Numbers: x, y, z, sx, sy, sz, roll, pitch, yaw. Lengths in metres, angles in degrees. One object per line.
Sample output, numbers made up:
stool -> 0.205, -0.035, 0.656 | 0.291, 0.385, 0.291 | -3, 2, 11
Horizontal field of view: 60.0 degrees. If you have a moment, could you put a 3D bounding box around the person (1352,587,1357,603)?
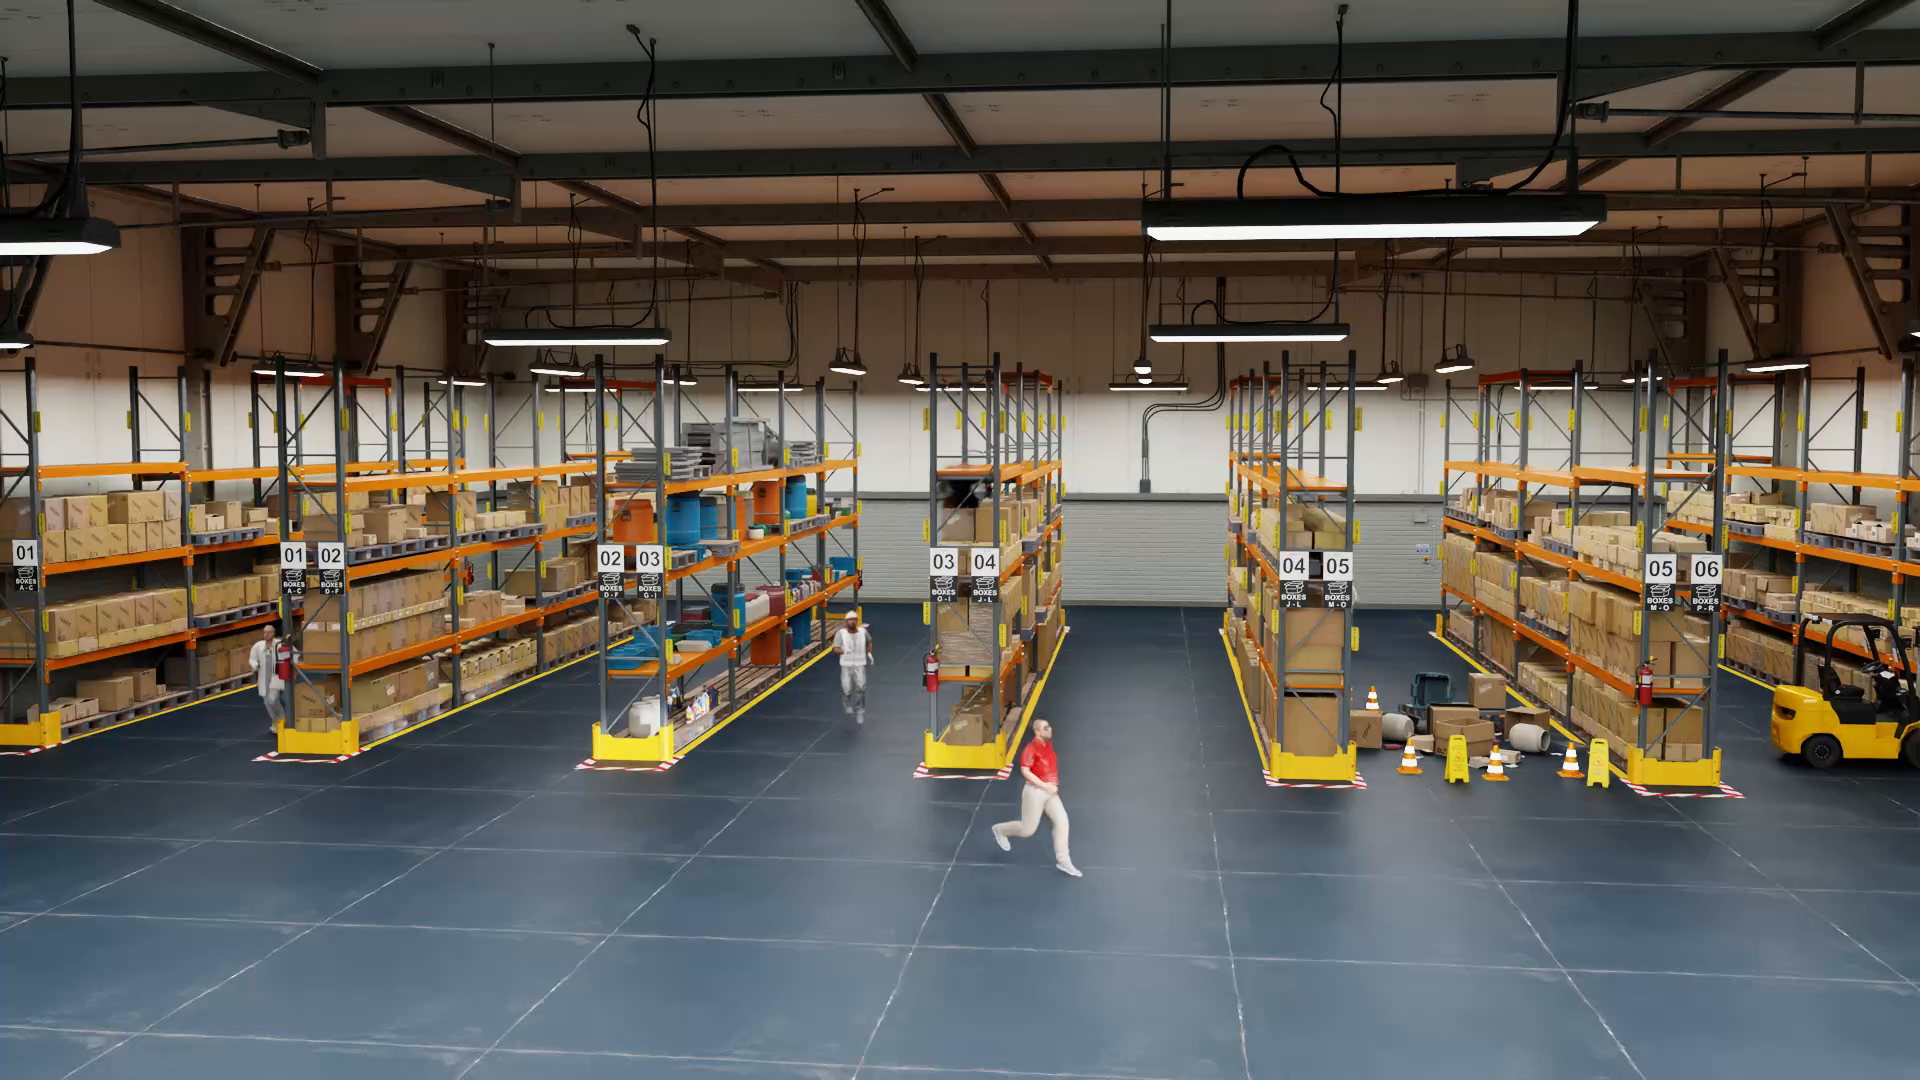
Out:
person -> 8.546, 1.543, 37.114 | 0.625, 1.658, 0.591 | 0, 4, -3

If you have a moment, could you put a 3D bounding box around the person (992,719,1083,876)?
person -> 0.864, 2.861, 18.595 | 1.094, 1.731, 0.635 | 3, 5, 36

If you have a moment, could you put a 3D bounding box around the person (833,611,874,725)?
person -> -1.711, 2.057, 26.744 | 0.656, 1.823, 0.727 | -1, 4, -7

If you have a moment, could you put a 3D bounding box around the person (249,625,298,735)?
person -> -11.011, 2.242, 26.598 | 0.672, 1.771, 0.838 | 0, 4, -1
